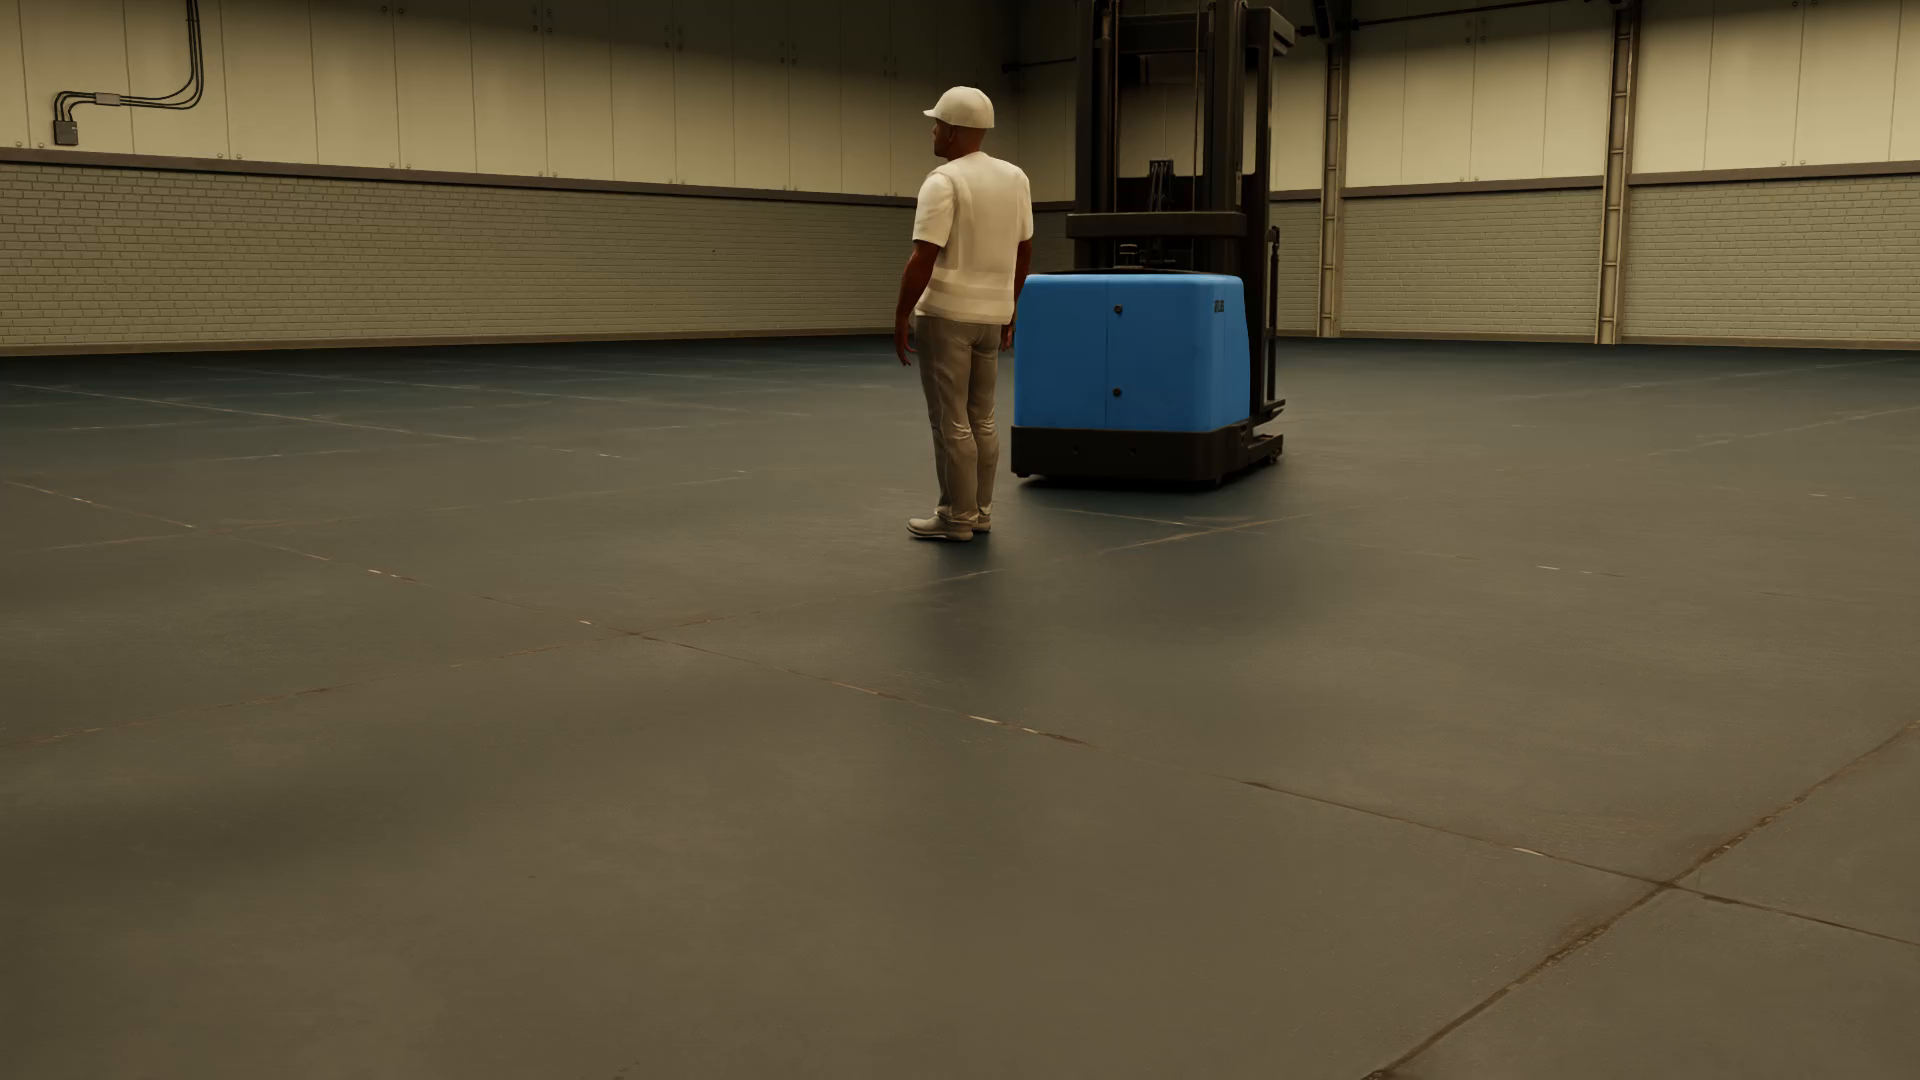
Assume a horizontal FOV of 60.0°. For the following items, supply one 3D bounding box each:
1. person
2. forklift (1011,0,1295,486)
[{"bbox_3d":[-0.047,-0.888,6.636,0.575,1.768,0.666,8,12,43],"label":"person"},{"bbox_3d":[1.264,-1.901,9.498,1.130,2.935,3.031,3,9,21],"label":"forklift"}]
